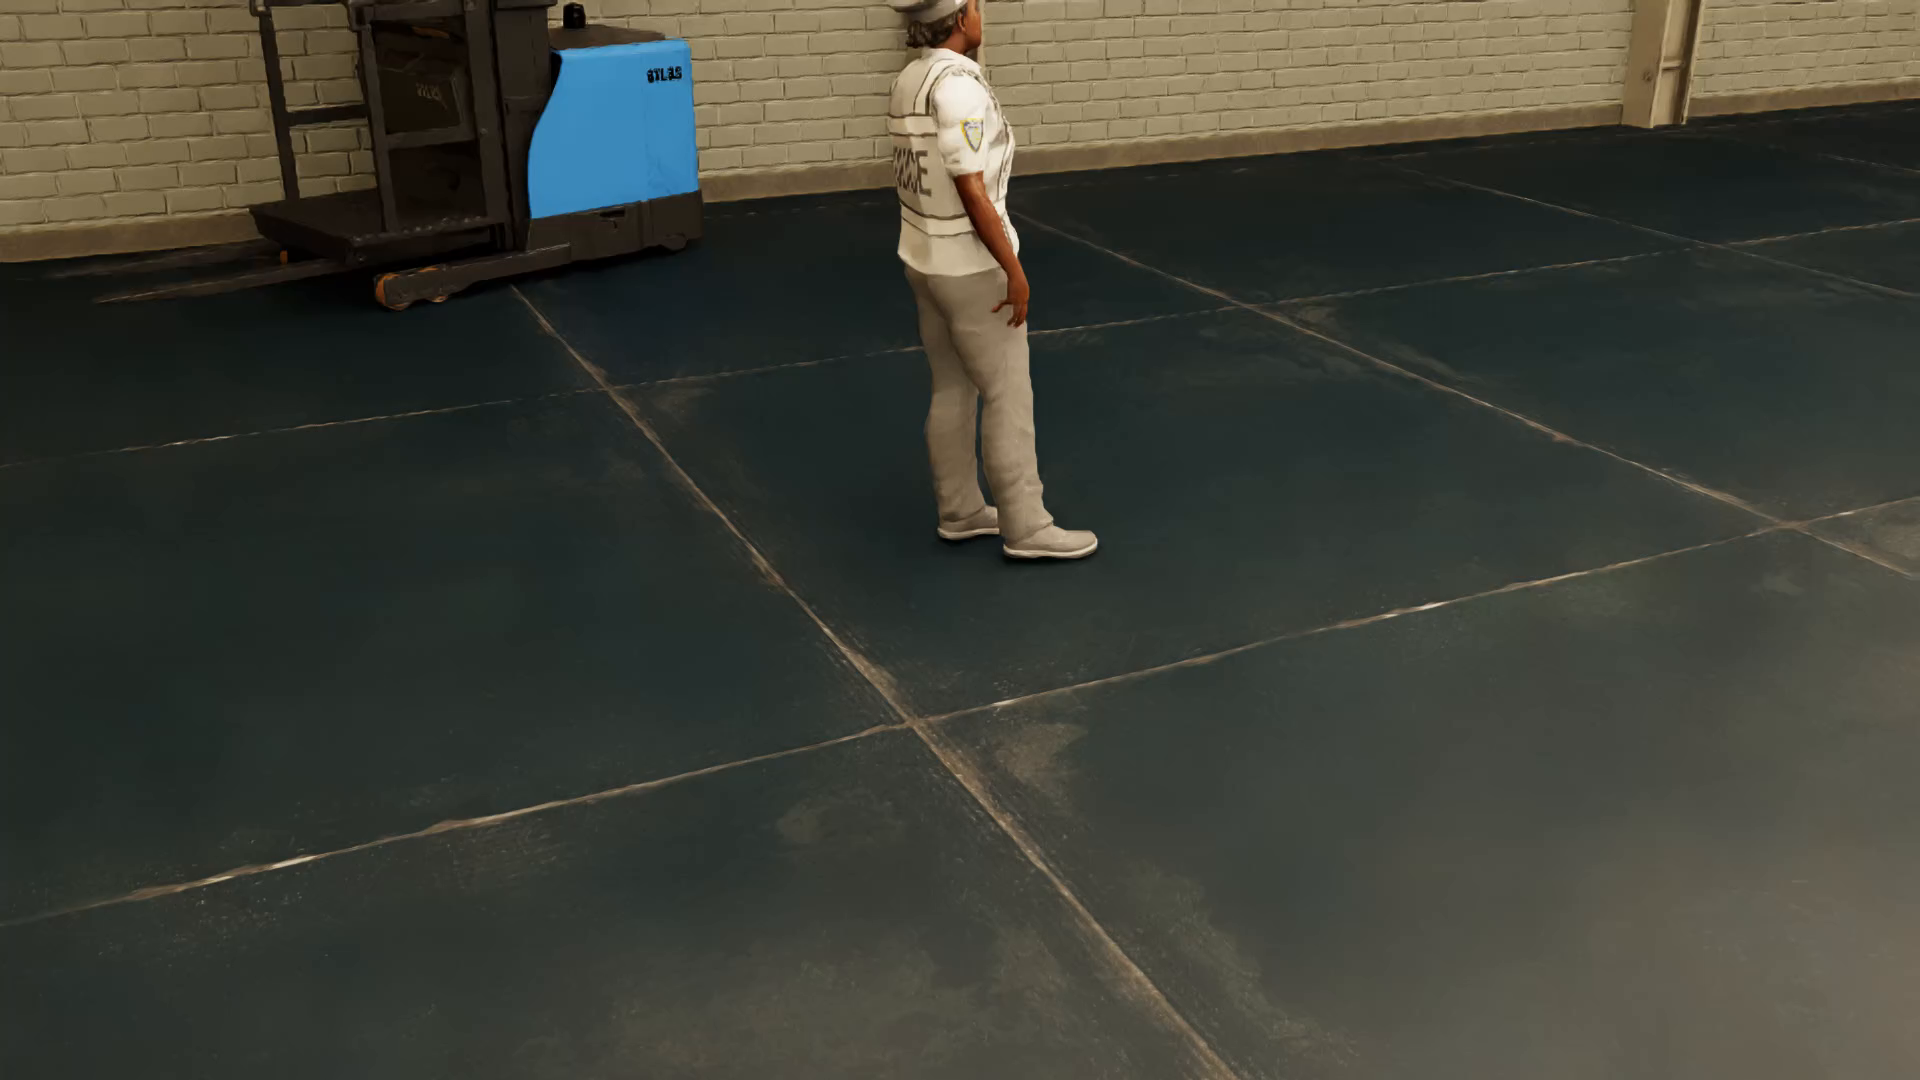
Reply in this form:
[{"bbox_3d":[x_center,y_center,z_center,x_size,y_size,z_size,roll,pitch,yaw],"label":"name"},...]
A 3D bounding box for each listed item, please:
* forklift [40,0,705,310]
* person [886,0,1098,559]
[{"bbox_3d":[-2.749,-2.632,7.622,1.130,2.935,3.031,21,30,41],"label":"forklift"},{"bbox_3d":[0.076,-0.795,4.792,0.529,1.695,0.570,-10,25,-23],"label":"person"}]
